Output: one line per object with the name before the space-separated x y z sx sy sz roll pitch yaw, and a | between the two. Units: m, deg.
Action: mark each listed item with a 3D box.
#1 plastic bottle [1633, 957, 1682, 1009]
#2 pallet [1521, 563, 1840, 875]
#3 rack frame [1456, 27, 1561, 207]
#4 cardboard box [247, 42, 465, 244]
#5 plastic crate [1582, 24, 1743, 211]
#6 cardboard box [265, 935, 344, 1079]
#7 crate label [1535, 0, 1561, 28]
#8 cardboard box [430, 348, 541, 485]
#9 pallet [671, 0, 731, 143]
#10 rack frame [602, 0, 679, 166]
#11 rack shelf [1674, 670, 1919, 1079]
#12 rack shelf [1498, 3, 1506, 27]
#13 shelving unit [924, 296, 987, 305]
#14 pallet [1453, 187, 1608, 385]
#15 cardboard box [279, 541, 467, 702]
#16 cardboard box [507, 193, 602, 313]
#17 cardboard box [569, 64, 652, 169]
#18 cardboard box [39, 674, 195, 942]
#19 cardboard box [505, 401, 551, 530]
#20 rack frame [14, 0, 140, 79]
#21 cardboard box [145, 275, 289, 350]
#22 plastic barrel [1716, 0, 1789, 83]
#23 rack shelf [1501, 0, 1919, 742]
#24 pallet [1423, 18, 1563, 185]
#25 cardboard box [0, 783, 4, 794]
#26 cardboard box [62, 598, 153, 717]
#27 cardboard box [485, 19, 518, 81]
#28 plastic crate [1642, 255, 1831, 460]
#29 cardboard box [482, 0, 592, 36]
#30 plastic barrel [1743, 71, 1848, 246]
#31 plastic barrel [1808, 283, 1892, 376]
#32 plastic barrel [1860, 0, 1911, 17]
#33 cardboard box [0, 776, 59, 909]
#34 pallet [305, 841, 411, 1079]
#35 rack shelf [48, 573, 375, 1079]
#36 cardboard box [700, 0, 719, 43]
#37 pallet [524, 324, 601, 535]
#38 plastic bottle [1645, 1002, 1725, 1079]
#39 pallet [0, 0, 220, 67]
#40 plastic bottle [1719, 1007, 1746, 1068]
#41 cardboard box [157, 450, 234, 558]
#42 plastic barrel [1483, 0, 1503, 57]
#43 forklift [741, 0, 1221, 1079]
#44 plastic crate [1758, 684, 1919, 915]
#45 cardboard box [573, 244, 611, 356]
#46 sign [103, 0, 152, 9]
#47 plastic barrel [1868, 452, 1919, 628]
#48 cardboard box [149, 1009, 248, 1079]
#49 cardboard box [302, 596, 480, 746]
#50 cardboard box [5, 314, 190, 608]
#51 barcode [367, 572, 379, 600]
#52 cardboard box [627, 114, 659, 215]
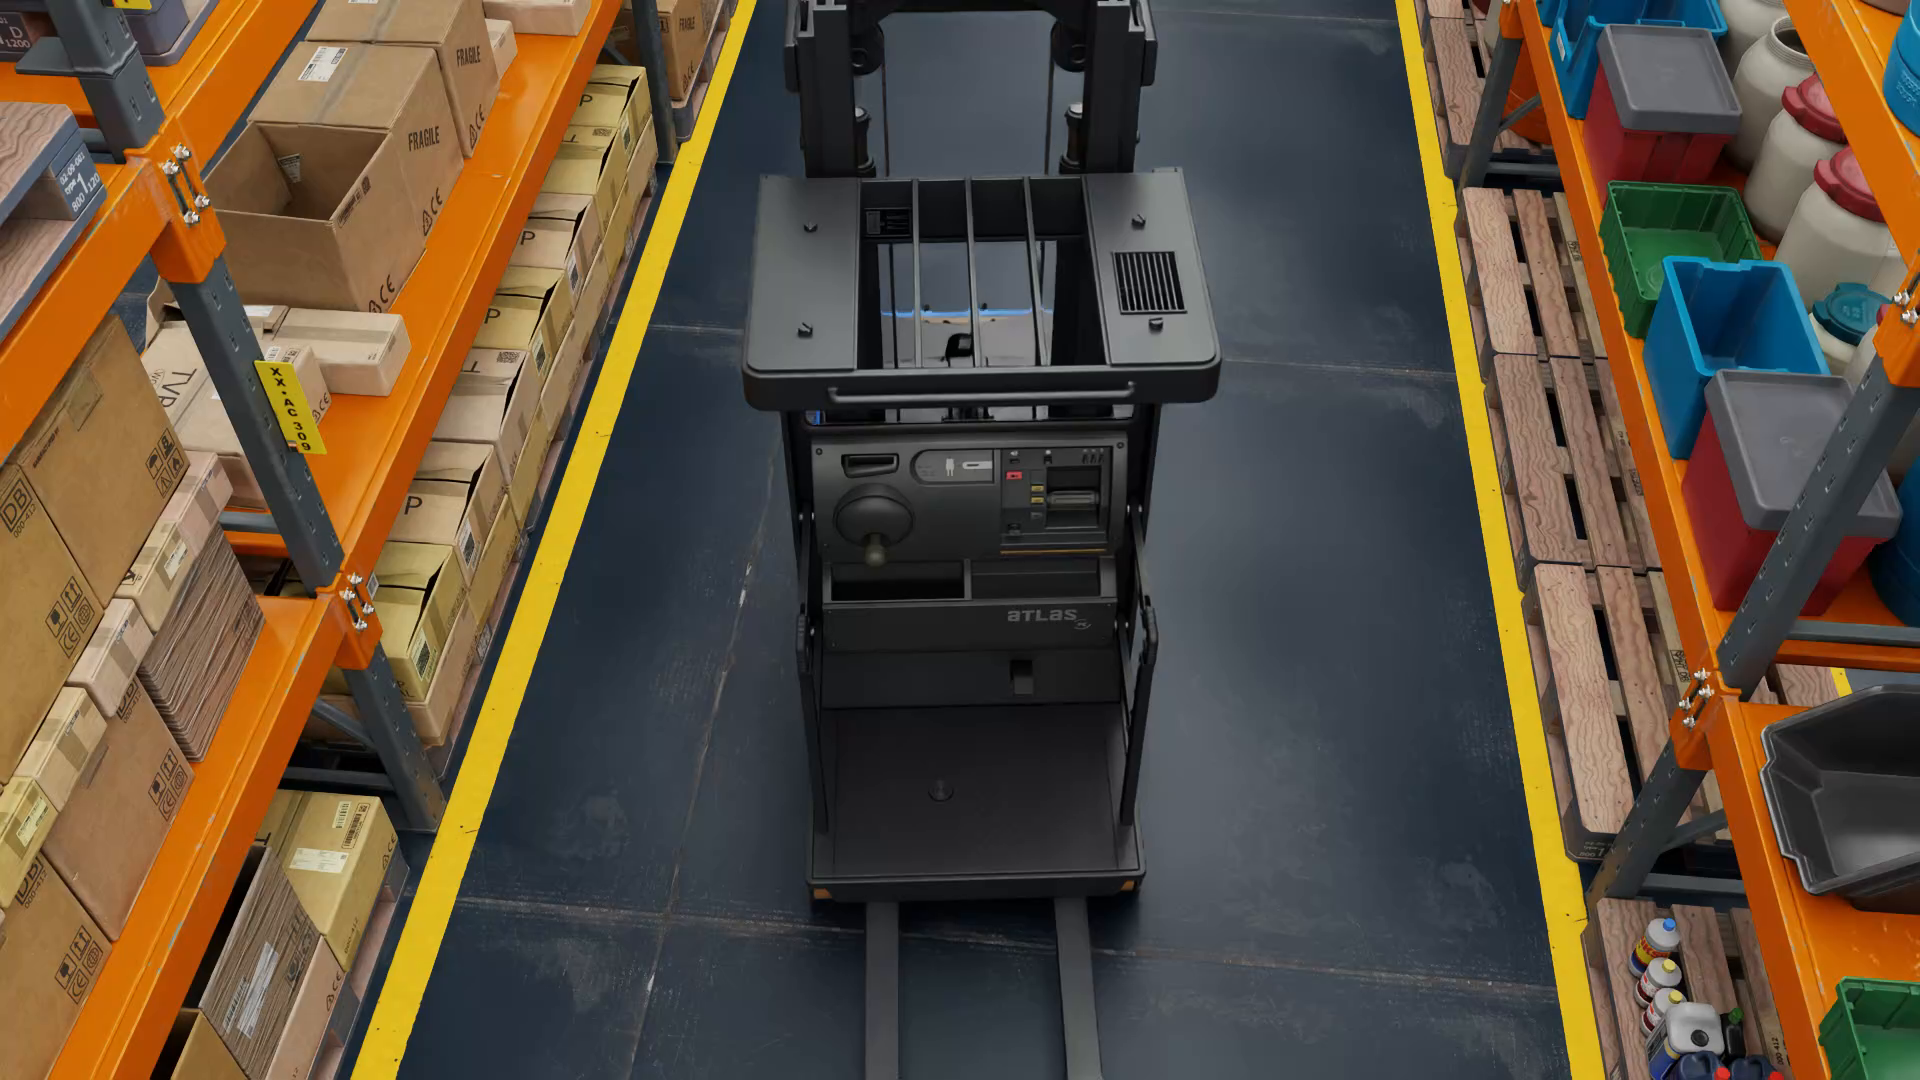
plastic bottle | 2.138 1.347 5.084 0.097 0.201 0.097 0 48 0
pallet | 2.646 0.633 6.028 1.003 0.211 1.213 4 48 4
rack frame | 2.977 -2.668 7.157 1.000 3.000 0.127 4 48 4
cardboard box | -2.140 -1.416 5.945 0.500 0.500 0.500 4 48 4
plastic crate | 2.525 -1.522 6.066 0.402 0.464 0.583 4 48 4
cardboard box | -2.200 1.444 4.975 0.500 0.250 0.500 4 48 4
crate label | 2.566 -2.327 6.959 0.303 0.233 0.416 4 48 4
cardboard box | -1.937 -0.502 6.375 0.500 0.311 0.500 2 48 2
pallet | -1.849 -2.609 8.993 1.003 0.211 1.213 4 48 4
rack frame | -1.955 -3.004 7.464 1.000 3.000 0.127 4 48 4
rack shelf | 2.431 1.984 3.390 1.077 0.370 4.000 4 48 4
rack shelf | 3.160 -3.895 8.767 1.077 0.370 4.000 4 48 4
shelving unit | -0.015 -0.553 6.646 0.258 0.900 0.210 -1 48 -1
pallet | 2.868 -1.160 7.668 1.003 0.211 1.213 4 48 4
cardboard box | -2.034 0.246 5.691 0.500 0.311 0.500 4 48 4
cardboard box | -1.847 -1.252 7.061 0.500 0.311 0.500 4 48 3
cardboard box | -1.758 -2.005 7.750 0.500 0.311 0.500 5 48 5
cardboard box | -2.395 0.617 4.086 0.700 0.500 0.500 3 48 3
cardboard box | -1.944 -0.314 6.583 0.500 0.250 0.500 3 48 2
rack frame | -2.320 -2.089 2.562 1.000 3.000 0.127 4 48 4
cardboard box | -2.422 -0.677 5.428 0.396 0.266 0.258 3 48 3
plastic barrel | 3.096 -1.935 6.411 0.421 0.512 0.421 0 48 0
rack shelf | 2.795 -0.955 6.078 1.077 0.370 4.000 4 48 4
pallet | 3.008 -2.309 8.719 1.003 0.211 1.213 4 48 4
cardboard box | -2.445 0.530 3.286 0.700 0.500 0.500 4 48 4
cardboard box | -2.177 0.272 3.962 0.380 0.149 0.250 3 48 2
cardboard box | -2.015 -1.978 6.696 0.380 0.149 0.250 7 48 6
plastic crate | 2.404 -0.554 5.235 0.392 0.384 0.575 4 48 4
cardboard box | -1.762 -2.239 6.936 0.380 0.149 0.250 4 48 4
plastic barrel | 3.025 -1.320 5.832 0.433 0.535 0.433 0 48 0
plastic barrel | 2.886 -0.644 5.400 0.301 0.262 0.301 0 48 0
plastic barrel | 2.503 -1.779 3.972 0.600 0.901 0.600 0 48 0
cardboard box | -2.226 0.645 3.620 0.380 0.149 0.250 4 48 3
pallet | -2.434 1.458 5.273 1.003 0.211 1.213 4 48 4
rack shelf | -2.502 1.648 3.697 1.077 0.370 4.000 4 48 4
cardboard box | -1.587 -3.009 8.865 0.500 0.500 0.500 2 48 2
pallet | -2.183 -0.566 7.125 1.003 0.211 1.213 4 48 4
plastic bottle | 2.145 1.487 4.905 0.152 0.276 0.135 5 48 5
pallet | -2.252 -1.661 4.333 0.805 0.209 1.217 2 48 2
plastic bottle | 2.251 1.491 4.896 0.061 0.283 0.133 4 48 4
cardboard box | -2.131 -0.103 4.304 0.380 0.149 0.250 4 48 3
plastic barrel | 2.967 -2.751 8.635 0.421 0.512 0.421 0 48 0
forklift | 0.038 -0.041 4.801 1.130 2.935 3.031 -1 48 -1
plastic crate | 2.438 0.669 4.148 0.767 0.338 0.504 4 48 4
cardboard box | -1.852 -1.066 7.271 0.500 0.250 0.500 5 48 4
sign | -1.767 -1.242 3.416 0.100 0.325 0.005 4 48 4
plastic barrel | 2.950 -0.161 4.525 0.600 0.901 0.708 4 48 4
cardboard box | -2.243 1.559 4.362 0.500 0.500 0.500 4 48 4
cardboard box | -2.036 0.442 5.891 0.500 0.250 0.500 3 48 3
cardboard box | -2.354 -0.209 3.962 0.700 0.500 0.500 4 48 4
barcode | -1.882 0.147 5.328 0.001 0.075 0.075 4 48 4
cardboard box | -1.760 -1.814 7.955 0.500 0.250 0.500 5 48 4
